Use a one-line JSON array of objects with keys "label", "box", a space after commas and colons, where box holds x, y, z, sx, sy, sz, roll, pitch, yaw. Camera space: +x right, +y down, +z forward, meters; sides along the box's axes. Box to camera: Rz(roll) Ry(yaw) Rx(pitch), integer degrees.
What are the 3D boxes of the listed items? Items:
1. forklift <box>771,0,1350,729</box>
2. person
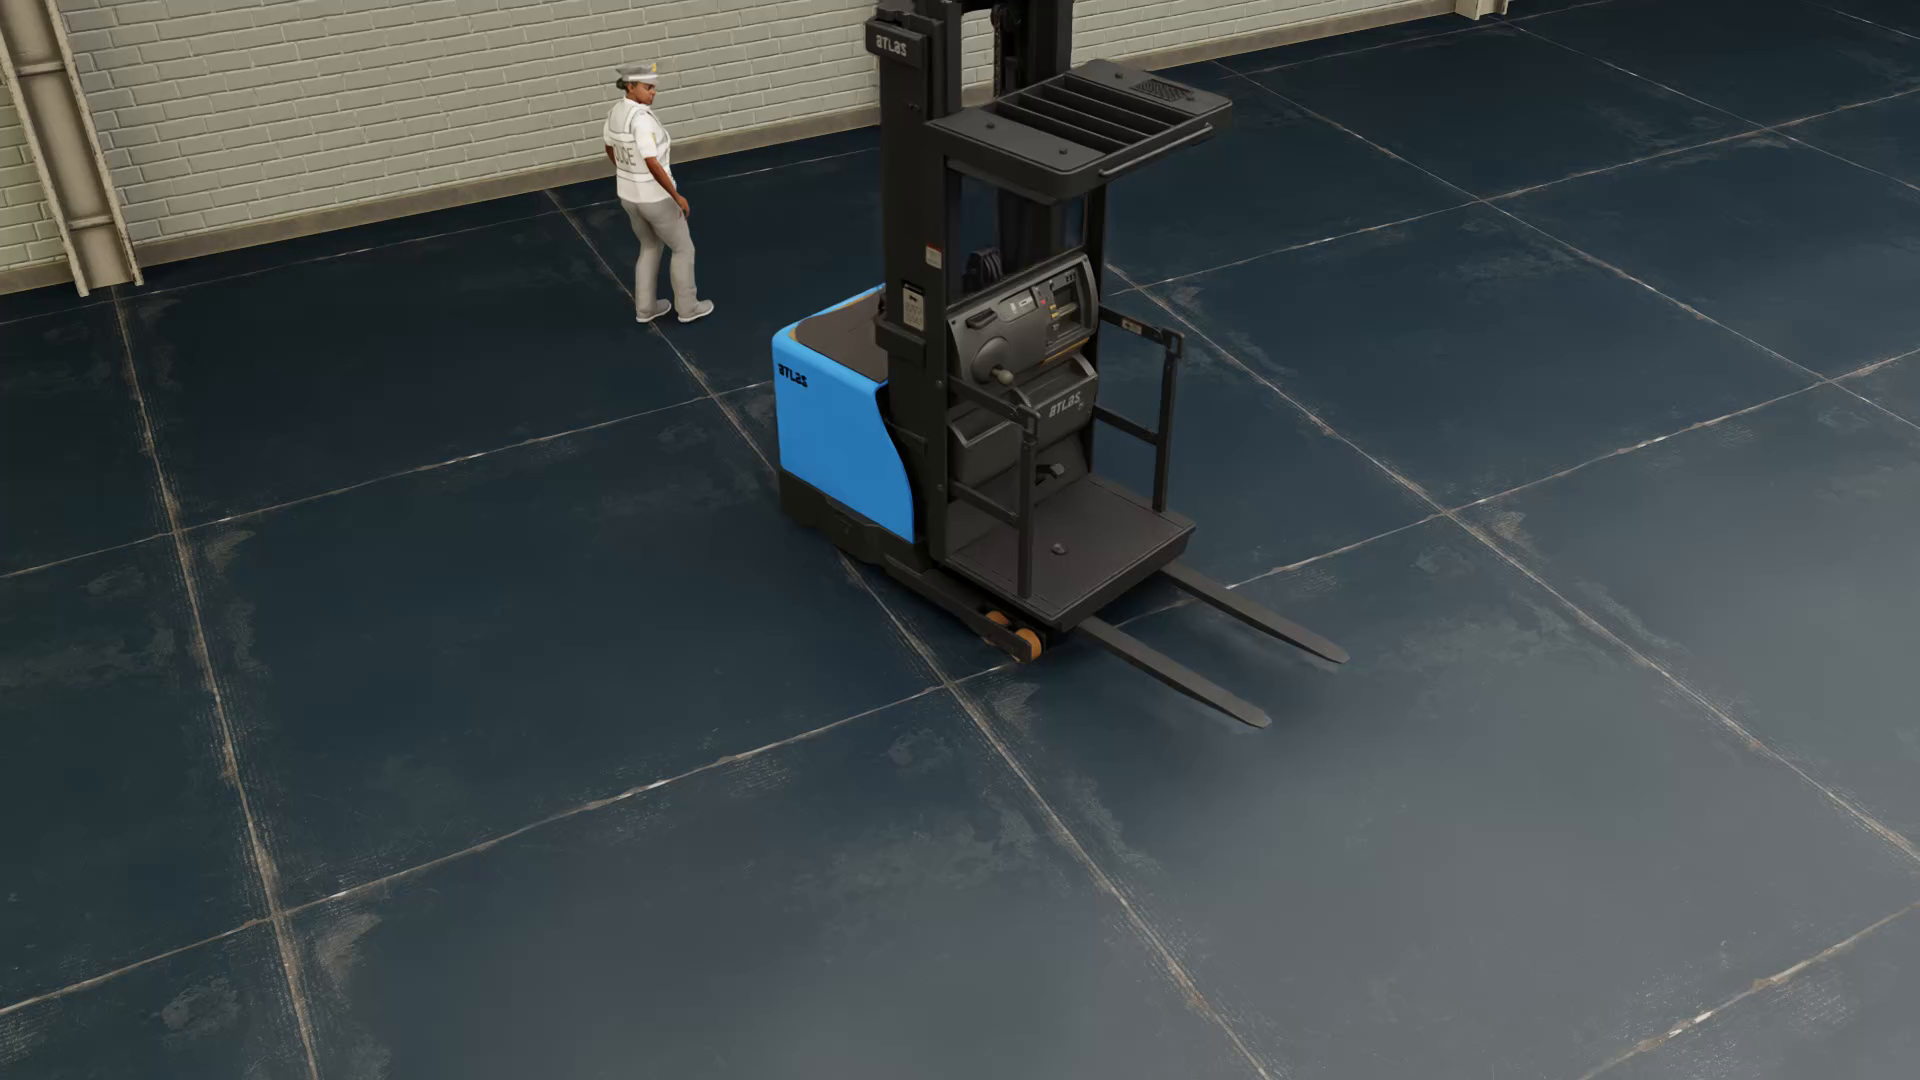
[{"label": "forklift", "box": [0.450, -0.955, 7.474, 3.031, 2.935, 1.130, 29, 45, 35]}, {"label": "person", "box": [-1.868, -2.138, 10.257, 0.663, 1.656, 0.482, 28, 44, 34]}]
